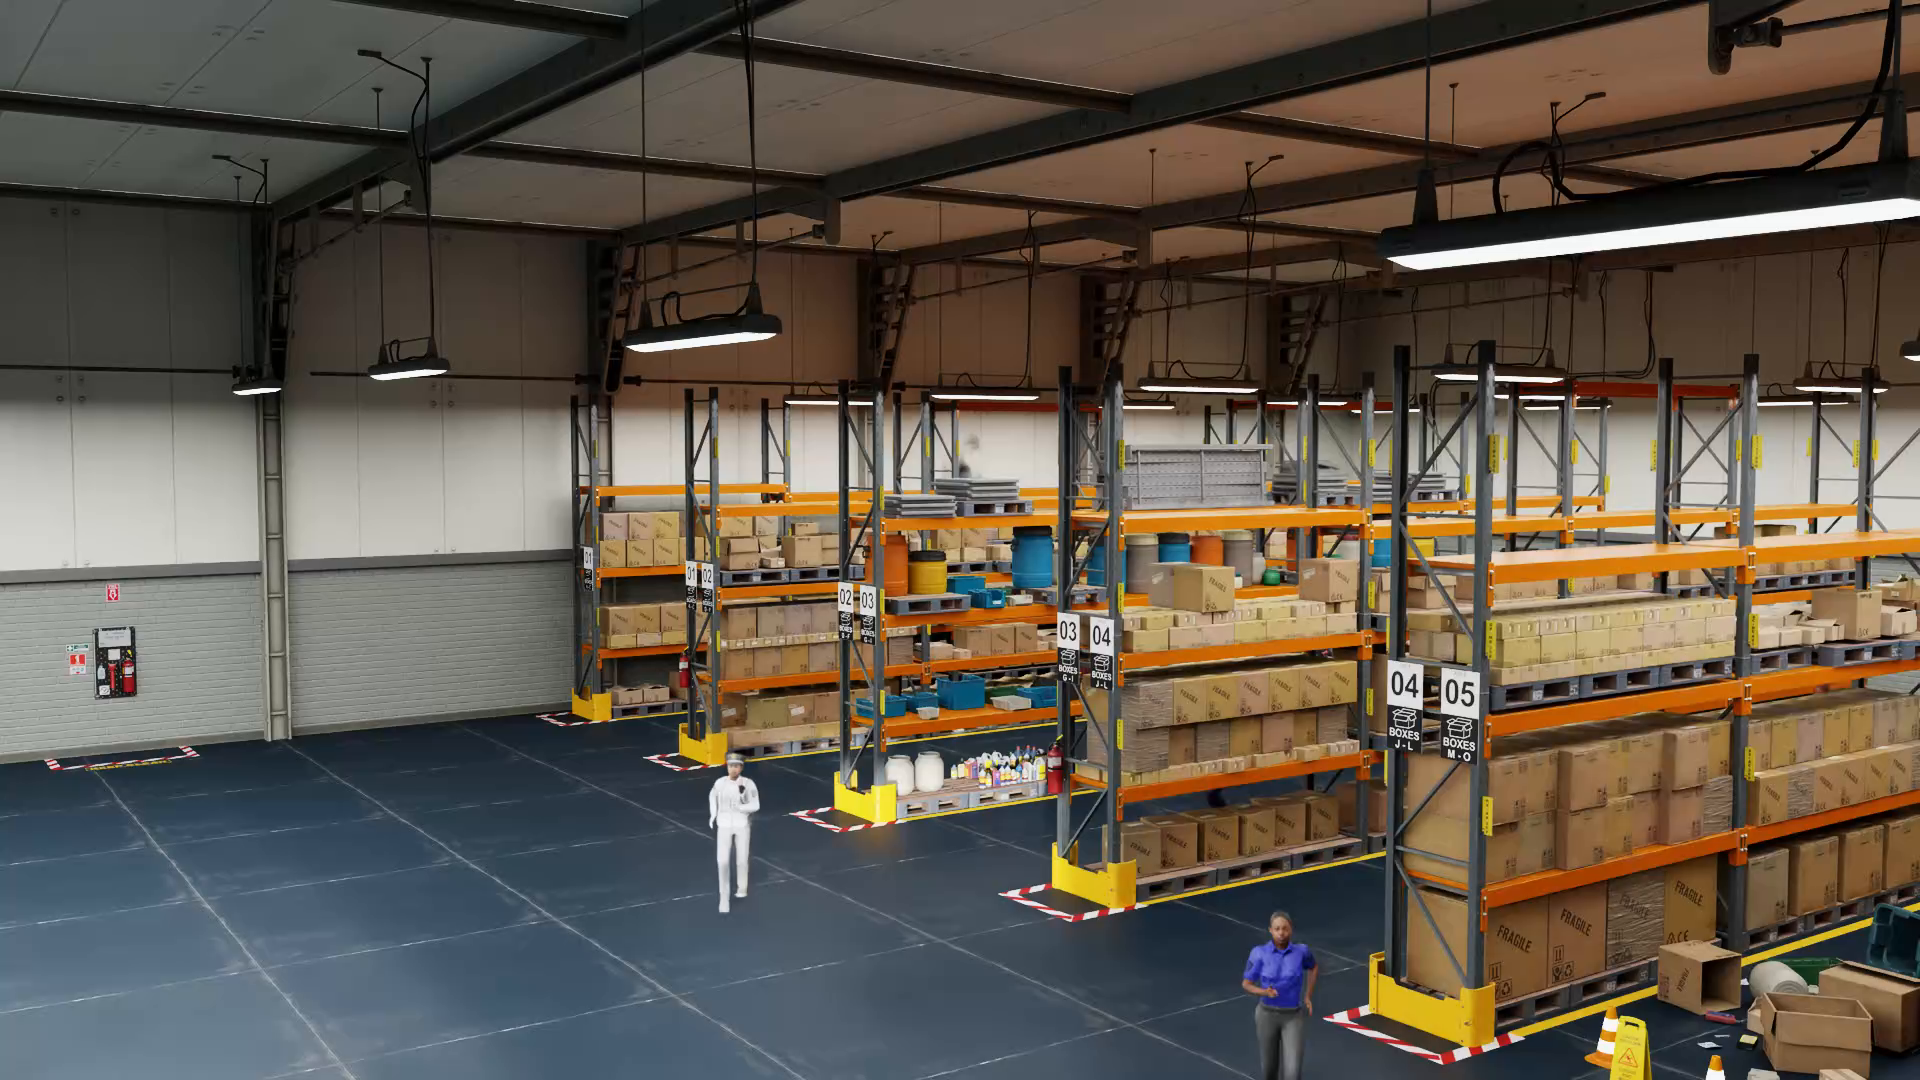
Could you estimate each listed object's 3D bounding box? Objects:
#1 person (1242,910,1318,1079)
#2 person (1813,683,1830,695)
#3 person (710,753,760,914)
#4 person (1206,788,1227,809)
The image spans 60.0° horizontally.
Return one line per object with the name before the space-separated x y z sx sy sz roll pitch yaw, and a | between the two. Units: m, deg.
person | 2.368 3.584 12.306 0.566 1.700 0.815 1 3 10
person | 12.715 2.858 24.585 0.882 1.592 0.534 -3 4 -37
person | -2.498 3.222 18.392 0.582 1.743 0.744 0 3 -2
person | 3.356 3.054 21.880 0.695 1.668 0.595 -3 4 -37
